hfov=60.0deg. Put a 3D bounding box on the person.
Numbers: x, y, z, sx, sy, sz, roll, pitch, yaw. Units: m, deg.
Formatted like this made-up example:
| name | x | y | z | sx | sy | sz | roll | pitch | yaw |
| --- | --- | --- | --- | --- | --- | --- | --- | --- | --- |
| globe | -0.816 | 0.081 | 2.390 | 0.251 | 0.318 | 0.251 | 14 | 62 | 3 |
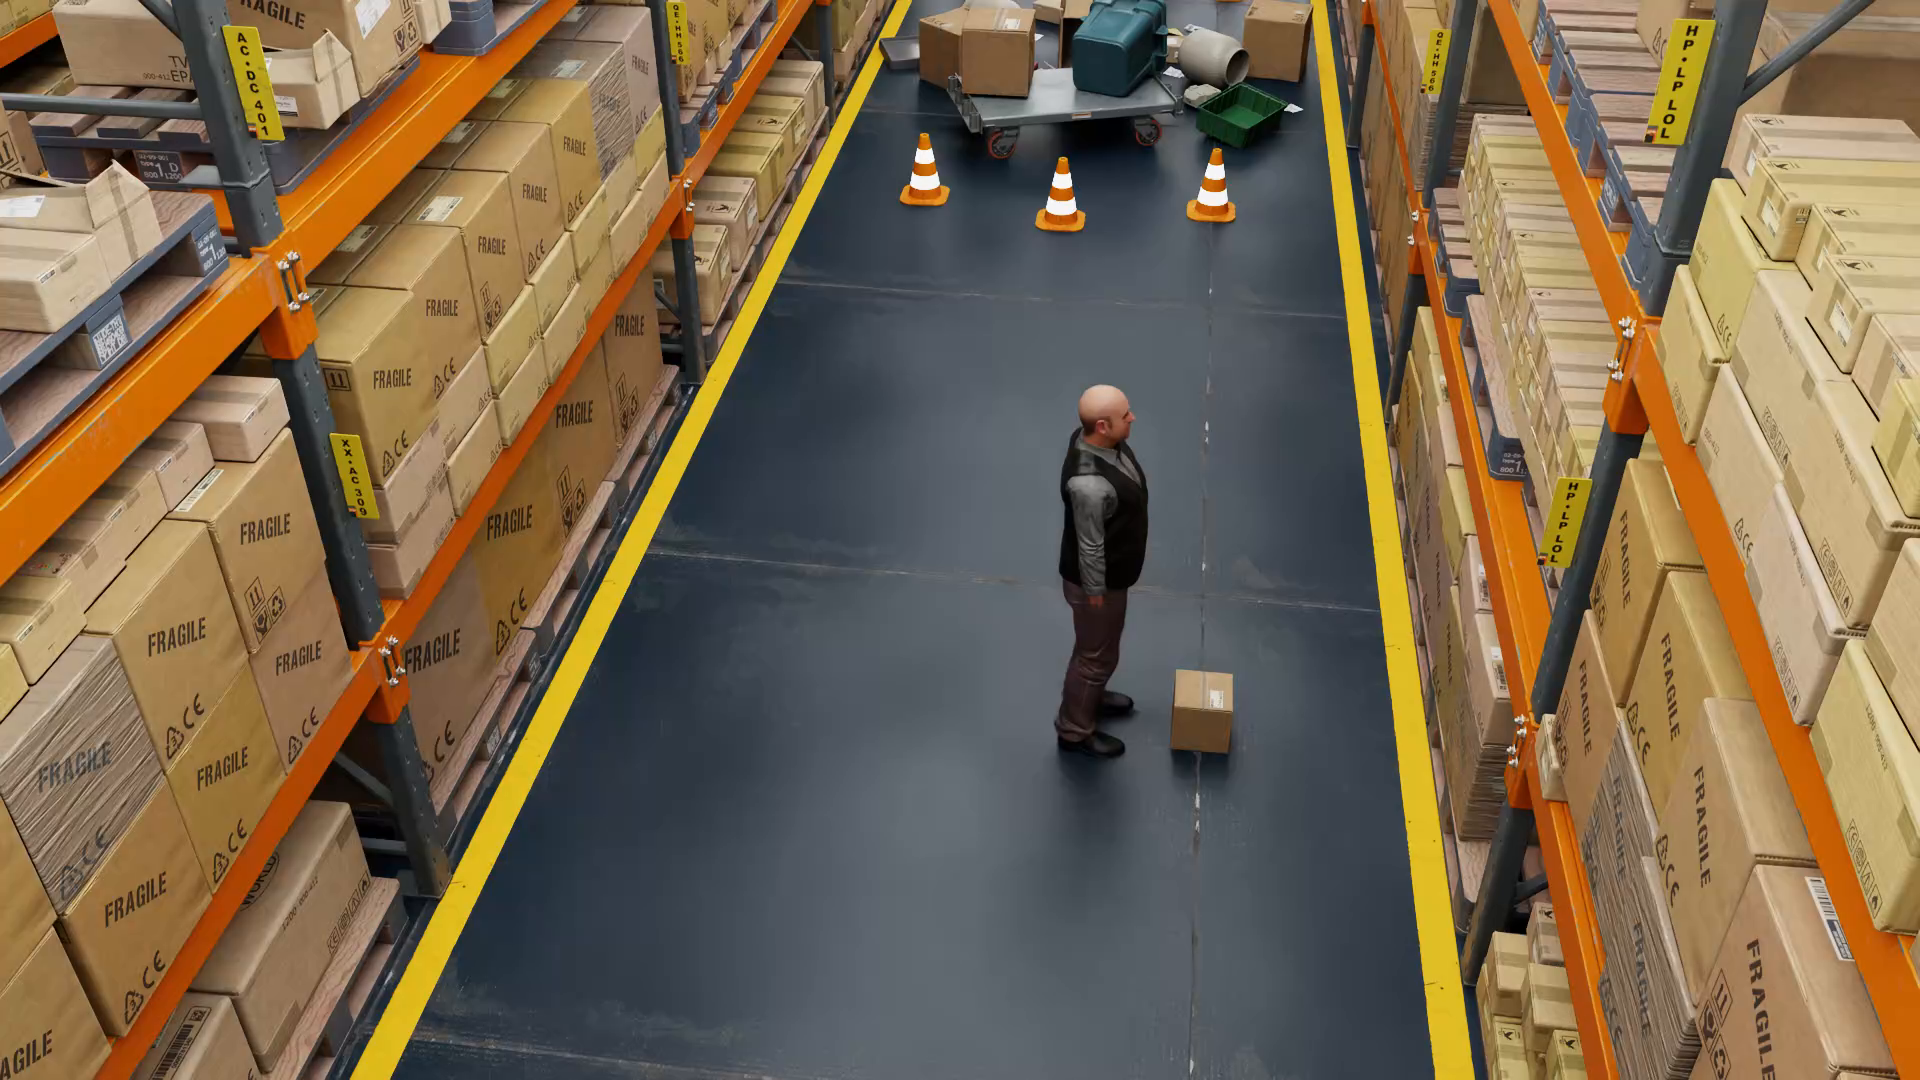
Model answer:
| name | x | y | z | sx | sy | sz | roll | pitch | yaw |
| --- | --- | --- | --- | --- | --- | --- | --- | --- | --- |
| person | 0.588 | 0.118 | 6.913 | 0.359 | 1.731 | 0.533 | 5 | 36 | 7 |
